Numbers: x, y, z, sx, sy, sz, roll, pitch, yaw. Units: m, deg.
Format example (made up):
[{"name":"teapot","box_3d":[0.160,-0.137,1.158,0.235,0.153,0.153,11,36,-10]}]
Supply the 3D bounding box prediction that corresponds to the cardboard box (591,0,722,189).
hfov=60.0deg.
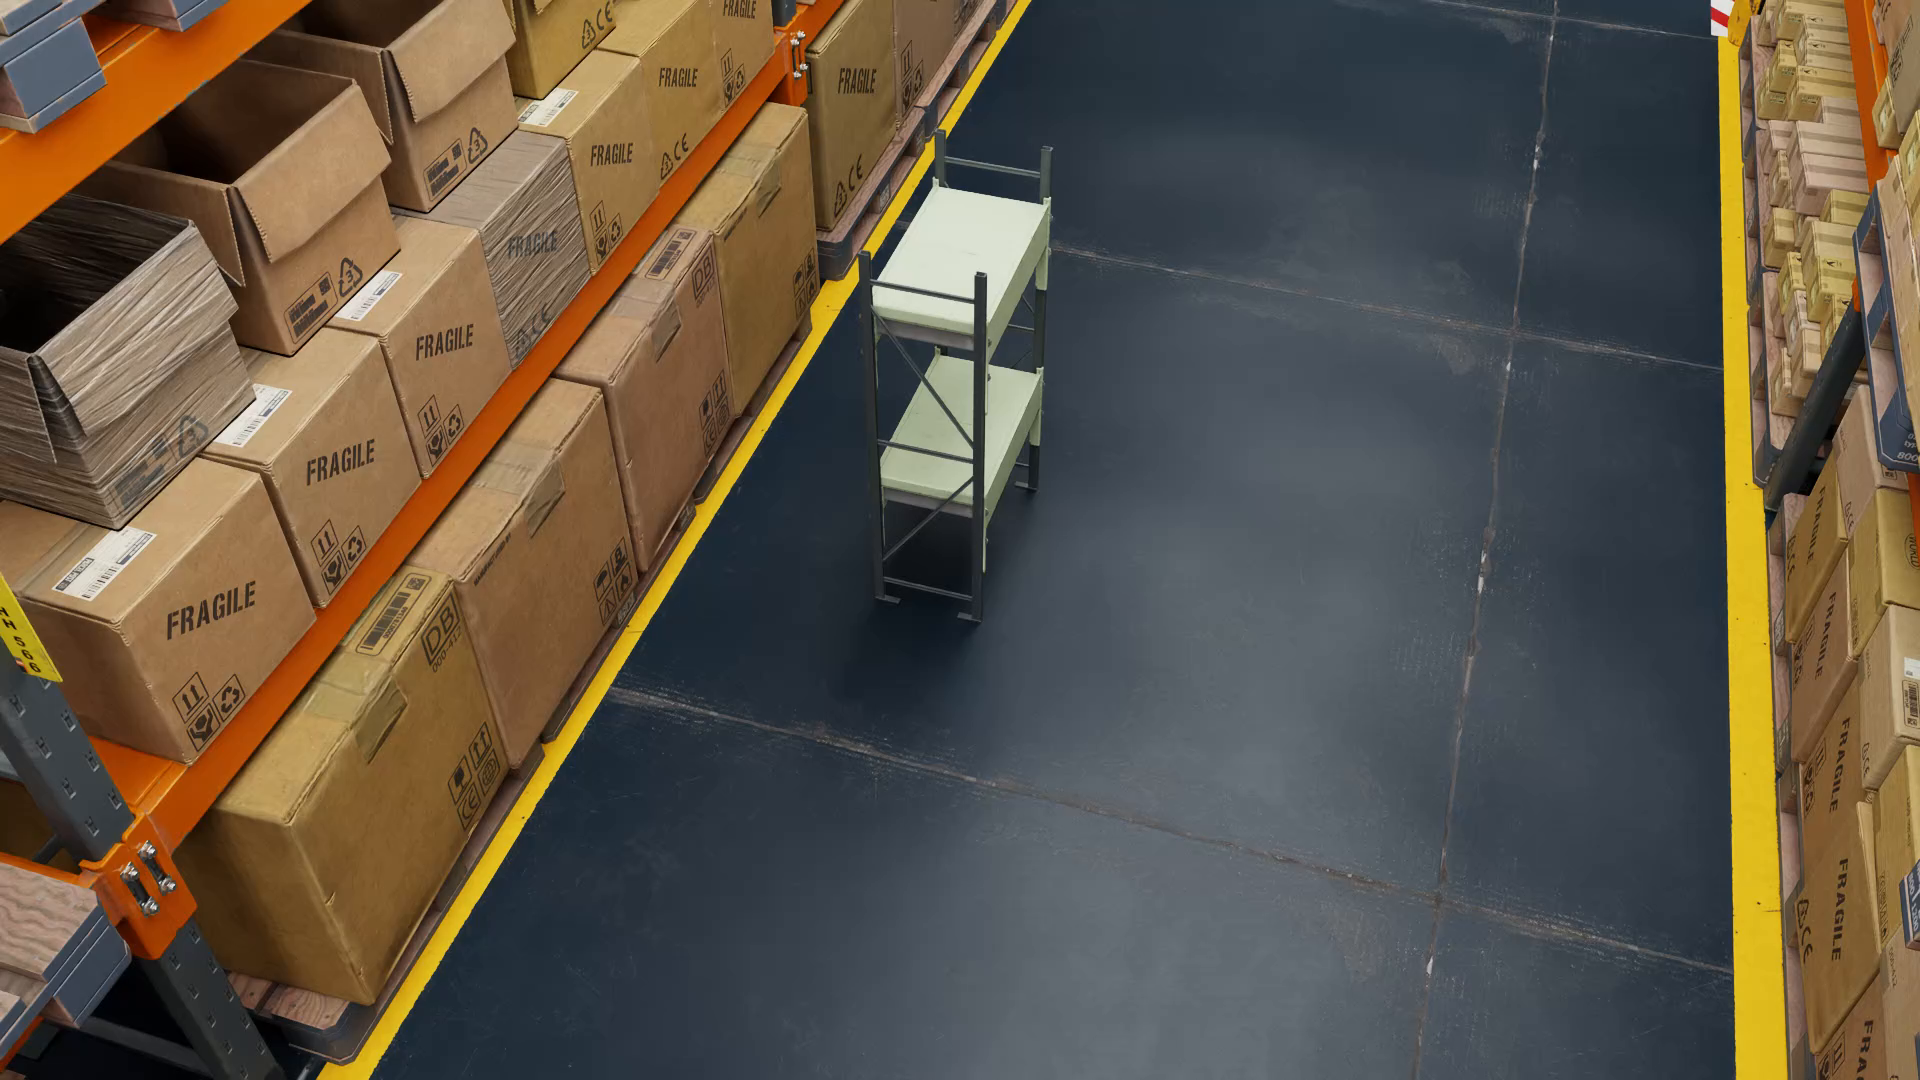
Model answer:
[{"name":"cardboard box","box_3d":[-1.164,-1.573,5.641,0.500,0.500,0.500,14,46,14]}]

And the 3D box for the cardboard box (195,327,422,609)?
[{"name":"cardboard box","box_3d":[-1.777,-0.215,4.254,0.500,0.500,0.500,11,46,11]}]

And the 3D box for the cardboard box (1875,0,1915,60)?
[{"name":"cardboard box","box_3d":[3.606,-1.988,5.852,0.500,0.500,0.500,11,46,11]}]

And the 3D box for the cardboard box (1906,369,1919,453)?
[{"name":"cardboard box","box_3d":[2.701,-0.324,4.316,0.380,0.149,0.250,11,45,11]}]

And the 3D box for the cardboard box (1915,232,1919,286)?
[{"name":"cardboard box","box_3d":[2.858,-0.774,4.562,0.380,0.149,0.250,14,46,13]}]

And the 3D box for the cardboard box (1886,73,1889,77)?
[{"name":"cardboard box","box_3d":[3.546,-1.628,5.948,0.380,0.149,0.250,14,46,14]}]

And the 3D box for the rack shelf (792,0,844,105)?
[{"name":"rack shelf","box_3d":[-0.520,-3.311,8.004,1.077,0.370,4.000,13,46,13]}]

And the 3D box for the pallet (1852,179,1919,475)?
[{"name":"pallet","box_3d":[3.200,-0.570,4.825,1.003,0.211,1.213,13,46,13]}]

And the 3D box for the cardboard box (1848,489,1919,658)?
[{"name":"cardboard box","box_3d":[2.936,0.150,4.903,0.500,0.250,0.500,14,46,14]}]

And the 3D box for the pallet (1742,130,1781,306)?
[{"name":"pallet","box_3d":[4.108,-1.392,7.521,1.003,0.211,1.213,13,46,13]}]

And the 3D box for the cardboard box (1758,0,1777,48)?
[{"name":"cardboard box","box_3d":[4.318,-2.633,8.534,0.380,0.149,0.250,13,46,13]}]

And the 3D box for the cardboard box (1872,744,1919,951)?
[{"name":"cardboard box","box_3d":[2.628,0.838,4.199,0.500,0.250,0.500,14,46,13]}]

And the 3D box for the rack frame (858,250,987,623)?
[{"name":"rack frame","box_3d":[-0.113,-0.288,5.472,0.400,1.500,0.023,13,46,12]}]

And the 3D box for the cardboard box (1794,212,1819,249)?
[{"name":"cardboard box","box_3d":[3.725,-1.318,6.977,0.380,0.149,0.250,14,46,13]}]

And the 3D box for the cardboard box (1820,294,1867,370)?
[{"name":"cardboard box","box_3d":[3.430,-0.753,6.188,0.380,0.149,0.250,14,46,14]}]

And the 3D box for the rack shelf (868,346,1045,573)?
[{"name":"rack shelf","box_3d":[-0.002,-0.299,5.949,0.431,0.370,0.720,13,46,12]}]

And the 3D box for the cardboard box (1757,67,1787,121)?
[{"name":"cardboard box","box_3d":[4.066,-2.127,8.017,0.380,0.149,0.250,13,46,13]}]

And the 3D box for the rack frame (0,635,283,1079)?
[{"name":"rack frame","box_3d":[-2.337,0.431,3.665,1.000,3.000,0.127,13,46,13]}]

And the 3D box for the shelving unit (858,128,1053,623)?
[{"name":"shelving unit","box_3d":[-0.002,-0.532,5.721,0.431,1.500,0.755,13,46,12]}]

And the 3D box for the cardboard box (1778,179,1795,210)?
[{"name":"cardboard box","box_3d":[3.821,-1.432,7.306,0.380,0.149,0.250,13,46,13]}]

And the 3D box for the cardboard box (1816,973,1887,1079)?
[{"name":"cardboard box","box_3d":[2.470,1.453,4.108,0.500,0.500,0.500,14,46,14]}]

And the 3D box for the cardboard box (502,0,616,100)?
[{"name":"cardboard box","box_3d":[-1.530,-1.747,5.102,0.797,0.503,0.637,13,46,13]}]

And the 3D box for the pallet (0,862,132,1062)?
[{"name":"pallet","box_3d":[-2.452,0.997,3.224,1.213,0.211,1.003,13,46,13]}]

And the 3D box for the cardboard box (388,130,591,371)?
[{"name":"cardboard box","box_3d":[-1.472,-0.890,4.944,0.500,0.500,0.500,13,46,13]}]

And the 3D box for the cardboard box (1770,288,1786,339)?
[{"name":"cardboard box","box_3d":[3.541,-0.927,6.791,0.380,0.149,0.250,11,45,11]}]

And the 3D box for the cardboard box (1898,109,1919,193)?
[{"name":"cardboard box","box_3d":[3.013,-1.119,4.915,0.380,0.149,0.250,13,46,13]}]

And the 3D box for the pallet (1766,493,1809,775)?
[{"name":"pallet","box_3d":[3.336,0.399,5.692,1.003,0.211,1.213,13,46,13]}]

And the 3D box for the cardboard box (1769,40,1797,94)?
[{"name":"cardboard box","box_3d":[4.071,-2.226,7.905,0.380,0.149,0.250,14,46,14]}]

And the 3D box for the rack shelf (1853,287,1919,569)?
[{"name":"rack shelf","box_3d":[2.965,0.473,4.136,1.077,0.370,4.000,13,46,13]}]

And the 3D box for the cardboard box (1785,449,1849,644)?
[{"name":"cardboard box","box_3d":[3.094,0.062,5.529,0.500,0.500,0.500,14,46,14]}]

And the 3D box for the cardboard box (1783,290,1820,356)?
[{"name":"cardboard box","box_3d":[3.433,-0.815,6.464,0.380,0.149,0.250,11,45,11]}]

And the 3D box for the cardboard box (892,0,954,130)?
[{"name":"cardboard box","box_3d":[-0.577,-2.649,8.031,0.875,0.875,0.875,13,46,13]}]

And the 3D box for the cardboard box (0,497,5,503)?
[{"name":"cardboard box","box_3d":[-2.424,0.014,4.020,0.500,0.500,0.500,14,46,14]}]

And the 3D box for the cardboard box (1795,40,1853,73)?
[{"name":"cardboard box","box_3d":[4.043,-2.134,7.599,0.380,0.149,0.250,14,46,14]}]

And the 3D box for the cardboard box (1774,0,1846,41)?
[{"name":"cardboard box","box_3d":[4.132,-2.500,7.973,0.380,0.149,0.250,12,46,12]}]

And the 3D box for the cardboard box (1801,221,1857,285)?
[{"name":"cardboard box","box_3d":[3.538,-1.100,6.542,0.380,0.149,0.250,12,46,12]}]

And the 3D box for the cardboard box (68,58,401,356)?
[{"name":"cardboard box","box_3d":[-1.901,-0.881,4.217,0.797,0.503,0.637,14,46,13]}]

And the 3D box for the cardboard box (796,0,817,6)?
[{"name":"cardboard box","box_3d":[-0.719,-2.272,6.607,0.380,0.149,0.250,13,46,13]}]

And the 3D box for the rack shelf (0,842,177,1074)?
[{"name":"rack shelf","box_3d":[-2.943,2.021,2.554,1.077,0.370,4.000,13,46,13]}]

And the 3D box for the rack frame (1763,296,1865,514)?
[{"name":"rack frame","box_3d":[3.570,-1.117,5.247,1.000,3.000,0.127,13,46,13]}]

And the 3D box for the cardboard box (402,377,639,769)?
[{"name":"cardboard box","box_3d":[-1.831,-0.008,5.332,1.225,0.875,0.875,13,46,13]}]

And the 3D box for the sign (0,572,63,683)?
[{"name":"sign","box_3d":[-1.817,0.154,3.177,0.100,0.325,0.005,13,46,13]}]

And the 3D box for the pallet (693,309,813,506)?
[{"name":"pallet","box_3d":[-1.288,-0.708,6.823,1.003,0.211,1.213,13,46,13]}]

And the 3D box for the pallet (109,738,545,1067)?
[{"name":"pallet","box_3d":[-2.027,0.918,5.161,1.003,0.211,1.213,13,46,13]}]

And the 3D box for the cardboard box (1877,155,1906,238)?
[{"name":"cardboard box","box_3d":[3.013,-1.013,5.019,0.380,0.149,0.250,11,45,11]}]

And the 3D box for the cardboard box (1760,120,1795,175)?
[{"name":"cardboard box","box_3d":[3.921,-1.790,7.672,0.380,0.149,0.250,10,45,11]}]

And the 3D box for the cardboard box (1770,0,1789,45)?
[{"name":"cardboard box","box_3d":[4.242,-2.556,8.242,0.380,0.149,0.250,12,46,12]}]

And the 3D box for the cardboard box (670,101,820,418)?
[{"name":"cardboard box","box_3d":[-1.301,-1.195,6.546,1.225,0.875,0.875,13,46,13]}]

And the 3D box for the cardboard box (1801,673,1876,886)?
[{"name":"cardboard box","box_3d":[2.790,0.767,4.808,0.500,0.500,0.500,13,46,13]}]

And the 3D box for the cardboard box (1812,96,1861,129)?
[{"name":"cardboard box","box_3d":[3.935,-1.781,7.238,0.380,0.149,0.250,13,46,13]}]

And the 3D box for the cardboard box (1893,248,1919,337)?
[{"name":"cardboard box","box_3d":[2.855,-0.661,4.660,0.380,0.149,0.250,13,46,13]}]

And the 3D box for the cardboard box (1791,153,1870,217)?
[{"name":"cardboard box","box_3d":[3.685,-1.456,6.906,0.380,0.149,0.250,10,45,11]}]

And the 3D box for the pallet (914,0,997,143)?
[{"name":"pallet","box_3d":[-0.453,-2.545,8.700,1.003,0.211,1.213,13,46,12]}]
